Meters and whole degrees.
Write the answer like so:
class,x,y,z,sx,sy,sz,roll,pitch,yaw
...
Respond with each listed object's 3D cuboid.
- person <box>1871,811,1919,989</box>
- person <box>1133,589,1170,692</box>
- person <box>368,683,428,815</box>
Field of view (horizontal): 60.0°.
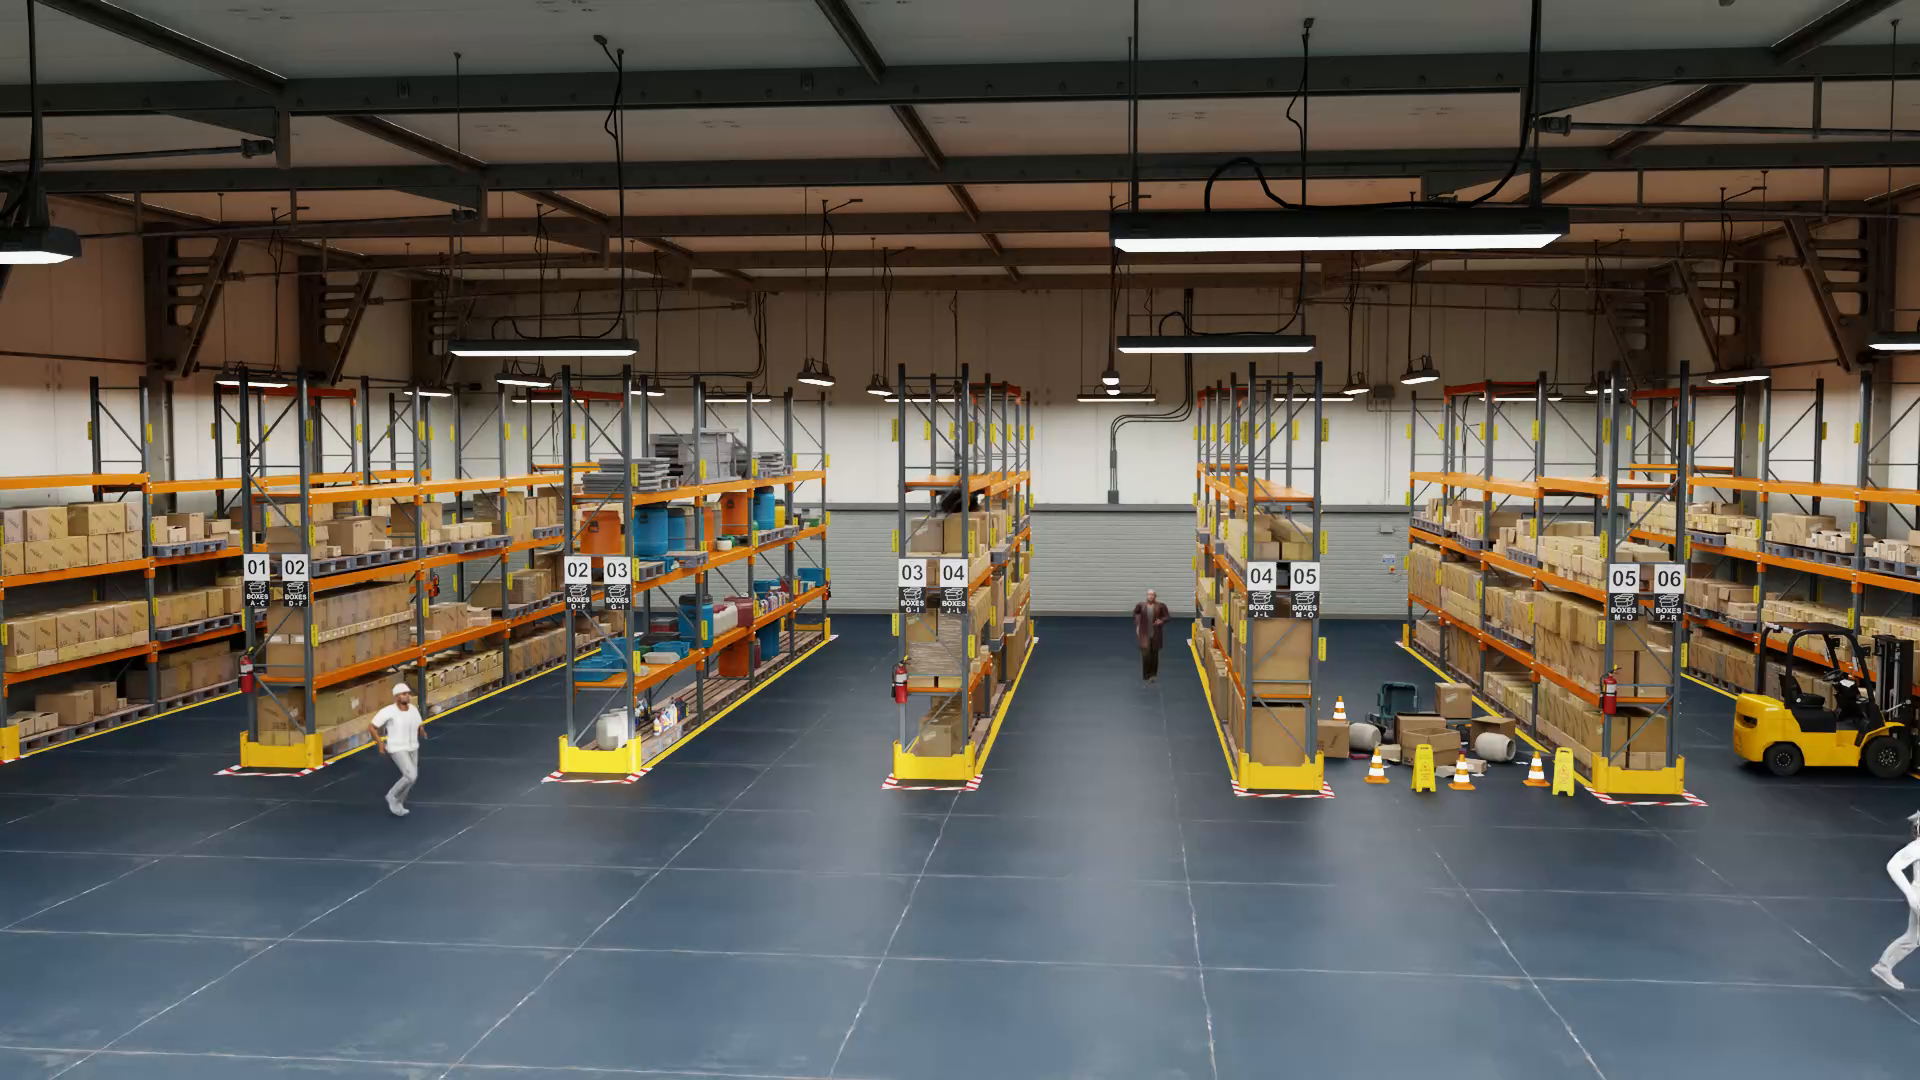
class,x,y,z,sx,sy,sz,roll,pitch,yaw
person,8.465,3.212,14.596,0.791,1.736,0.587,3,5,40
person,3.588,1.861,31.120,0.689,1.881,0.813,0,4,6
person,-7.232,2.733,21.665,0.634,1.724,0.683,2,4,28
